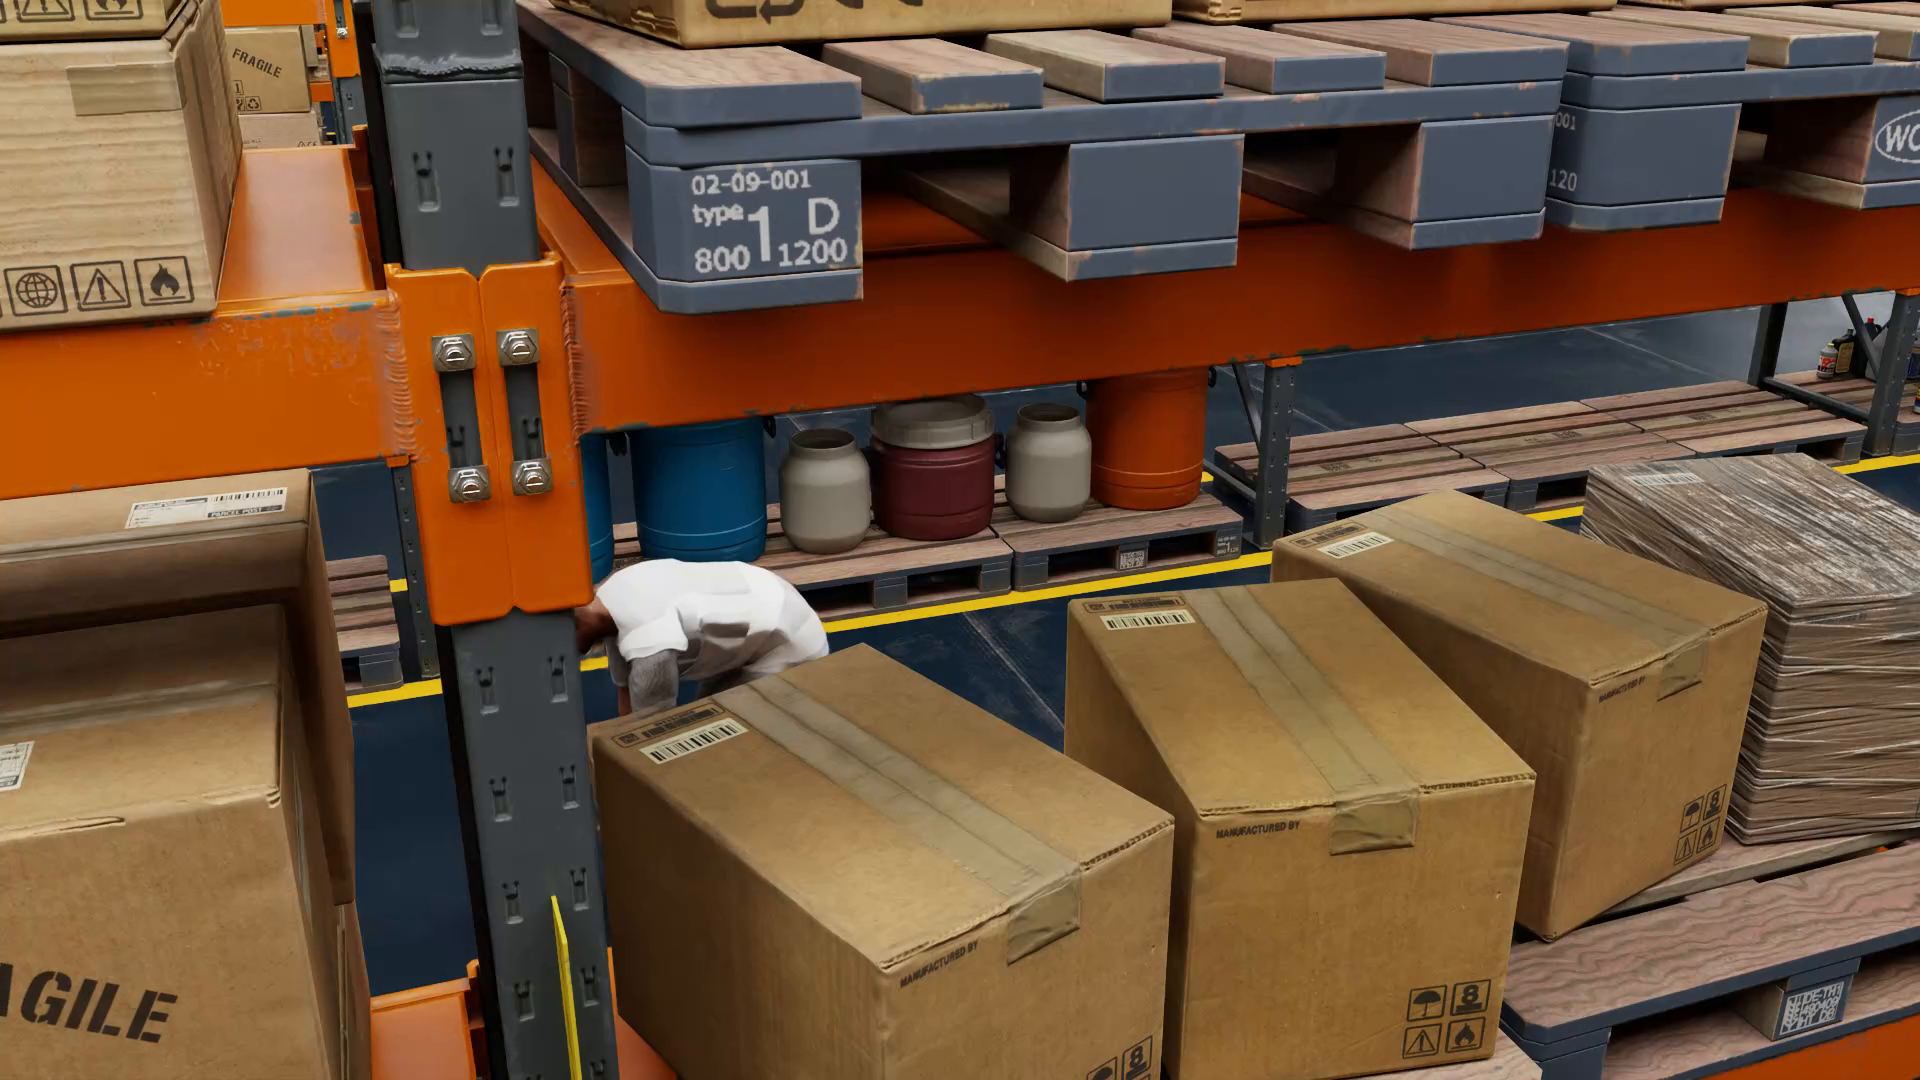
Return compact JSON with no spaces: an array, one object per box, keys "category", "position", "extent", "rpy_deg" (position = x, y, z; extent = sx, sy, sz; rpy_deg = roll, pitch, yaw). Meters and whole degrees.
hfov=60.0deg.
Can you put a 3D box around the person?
[{"category":"person","position":[-0.896,0.621,5.282],"extent":[0.969,1.225,0.482],"rpy_deg":[-9,24,-21]}]
